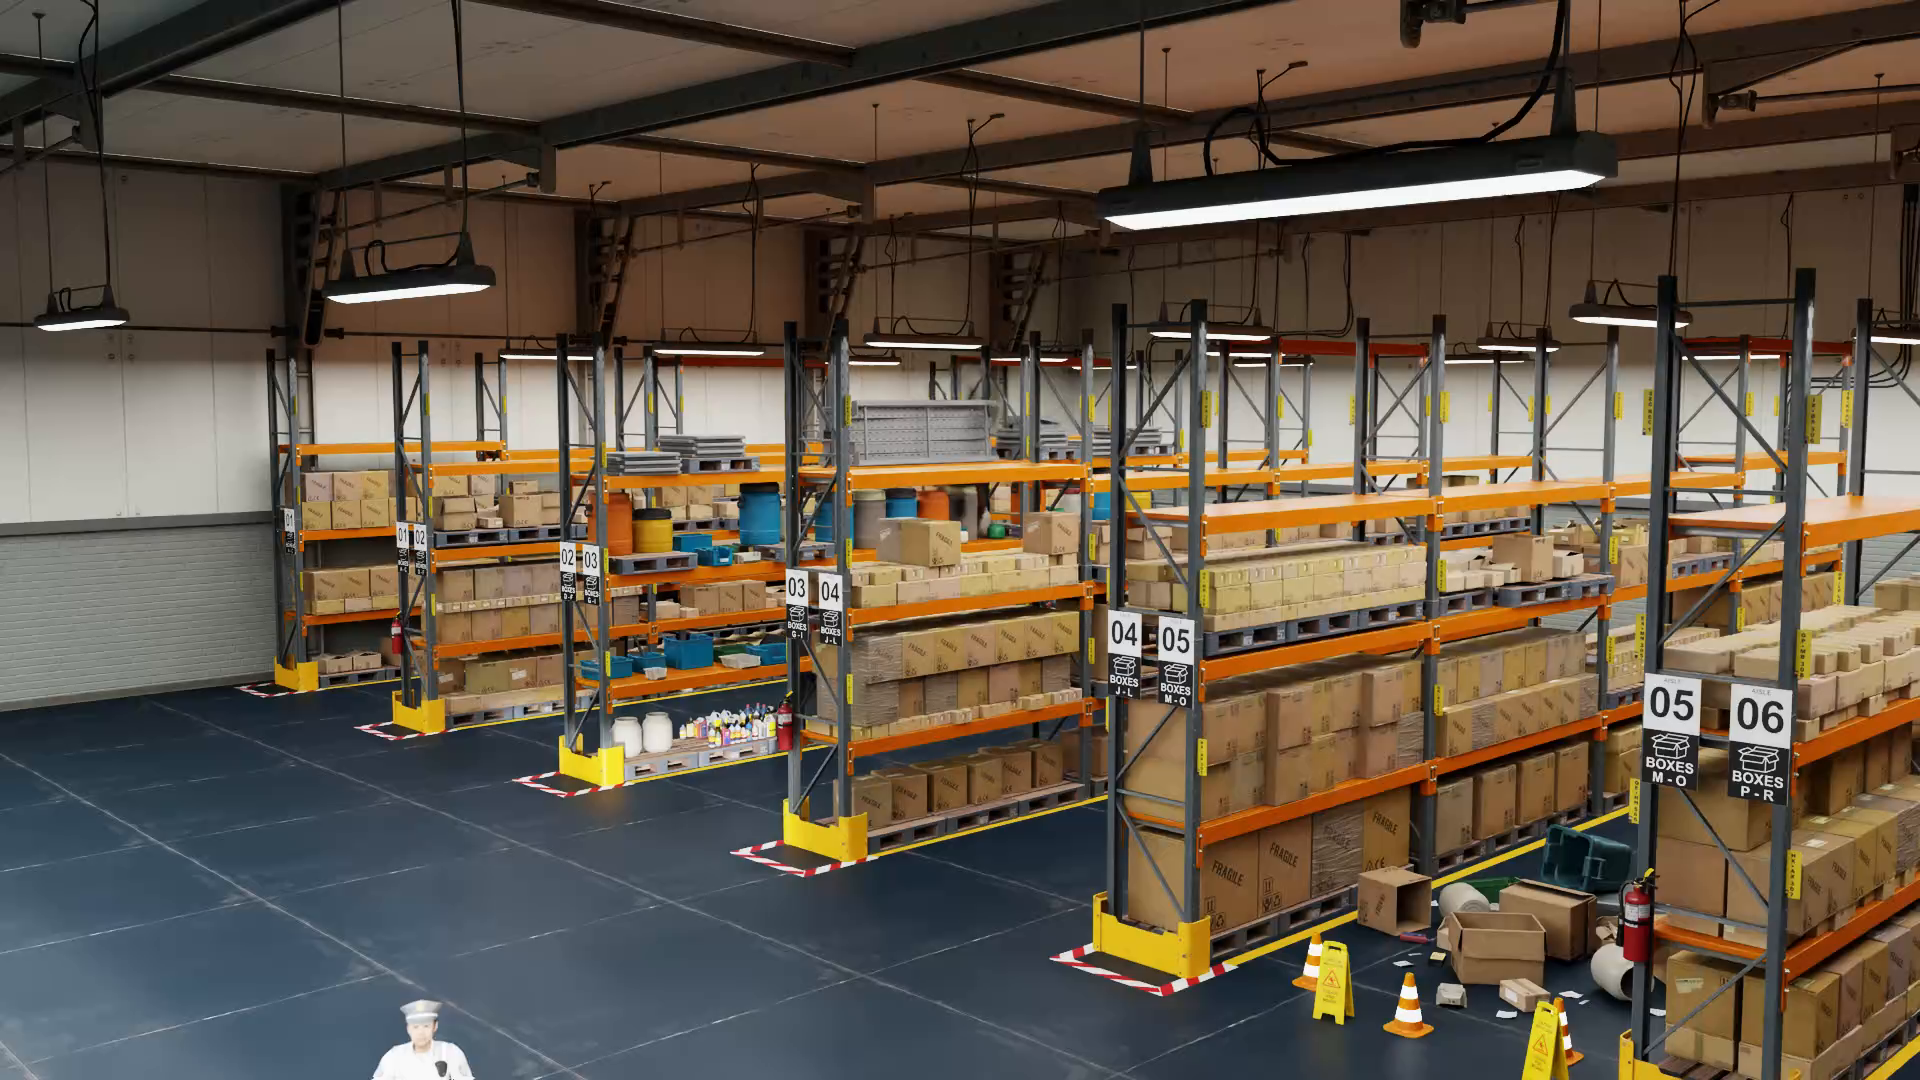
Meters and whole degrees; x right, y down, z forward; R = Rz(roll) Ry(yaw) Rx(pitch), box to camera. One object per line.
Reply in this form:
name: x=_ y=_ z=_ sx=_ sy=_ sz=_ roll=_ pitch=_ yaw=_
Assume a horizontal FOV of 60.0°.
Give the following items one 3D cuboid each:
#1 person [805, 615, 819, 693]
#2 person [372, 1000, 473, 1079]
person: x=-2.564 y=1.701 z=27.179 sx=0.598 sy=1.687 sz=0.804 roll=4 pitch=6 yaw=38
person: x=-3.156 y=3.506 z=9.779 sx=0.622 sy=1.661 sz=0.548 roll=-1 pitch=5 yaw=-16
